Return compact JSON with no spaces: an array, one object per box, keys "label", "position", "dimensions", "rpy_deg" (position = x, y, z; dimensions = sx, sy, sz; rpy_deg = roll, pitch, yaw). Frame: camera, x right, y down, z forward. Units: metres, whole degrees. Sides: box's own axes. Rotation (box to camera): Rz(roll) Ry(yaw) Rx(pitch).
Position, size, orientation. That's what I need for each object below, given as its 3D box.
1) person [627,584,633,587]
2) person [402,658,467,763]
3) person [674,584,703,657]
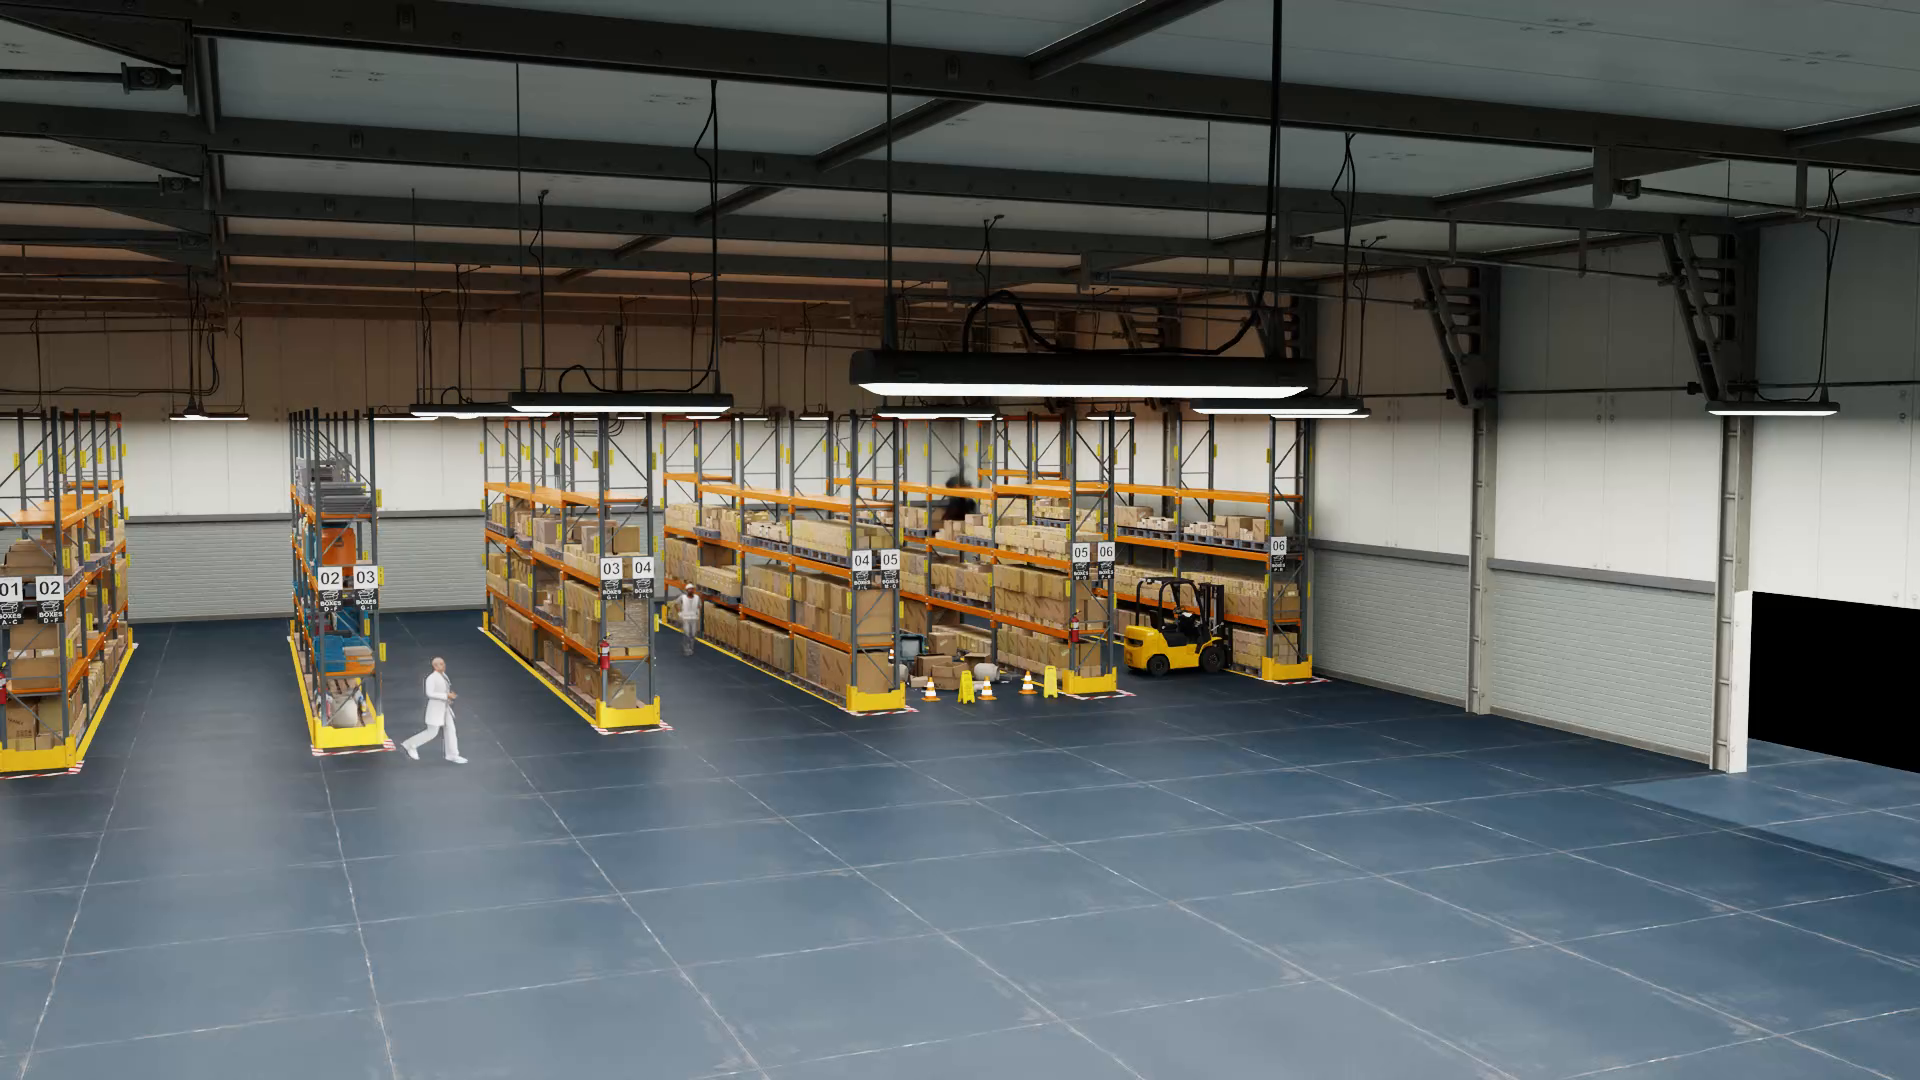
[{"label":"person","position":[-9.638,1.598,48.382],"dimensions":[0.629,1.521,0.551],"rpy_deg":[4,6,44]},{"label":"person","position":[-8.844,2.873,28.031],"dimensions":[1.045,1.791,0.718],"rpy_deg":[0,4,7]},{"label":"person","position":[-6.648,1.989,40.953],"dimensions":[0.660,1.823,0.629],"rpy_deg":[-2,4,-24]}]
